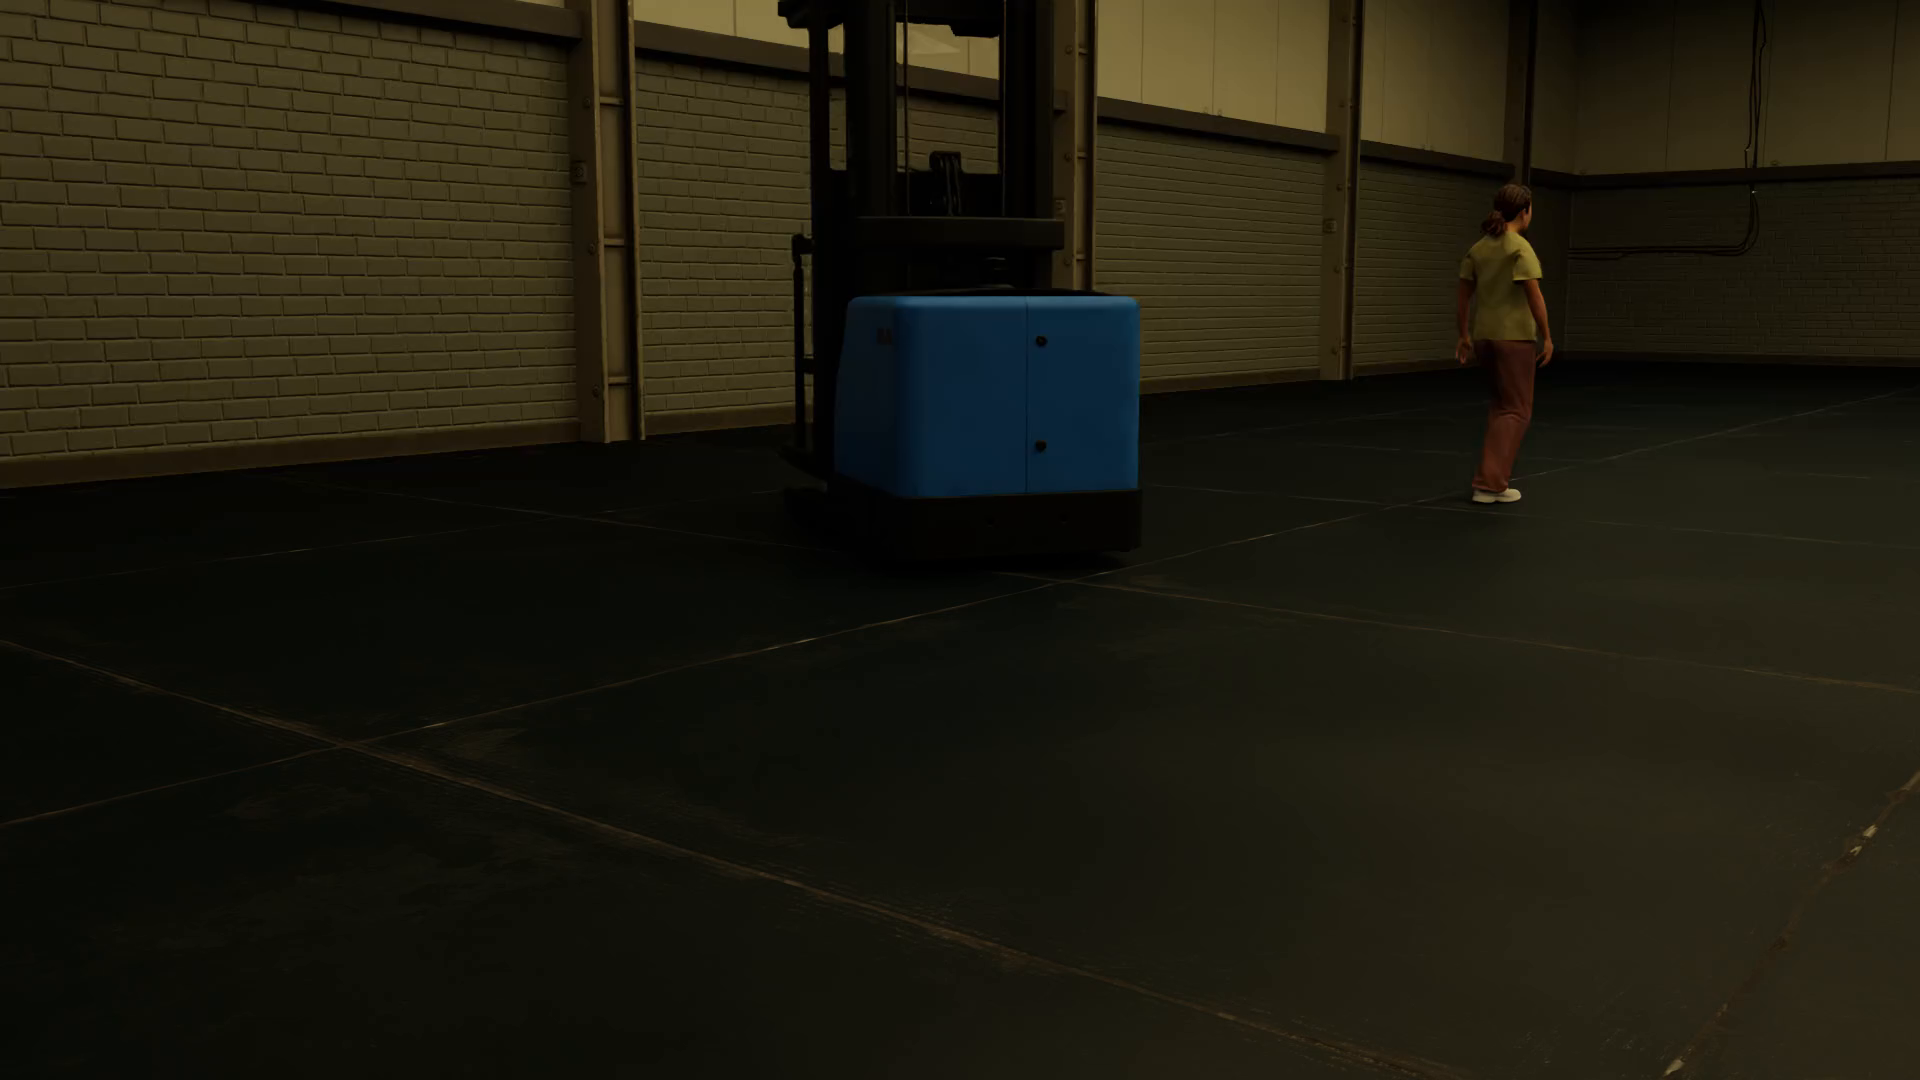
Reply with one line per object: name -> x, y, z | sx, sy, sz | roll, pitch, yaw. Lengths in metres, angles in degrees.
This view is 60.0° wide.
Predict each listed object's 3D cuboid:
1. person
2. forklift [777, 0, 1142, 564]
person -> 2.885, -1.002, 8.750 | 0.497, 1.710, 0.564 | -4, 9, -25
forklift -> -0.213, -1.530, 7.735 | 1.130, 2.935, 3.031 | -3, 9, -18
